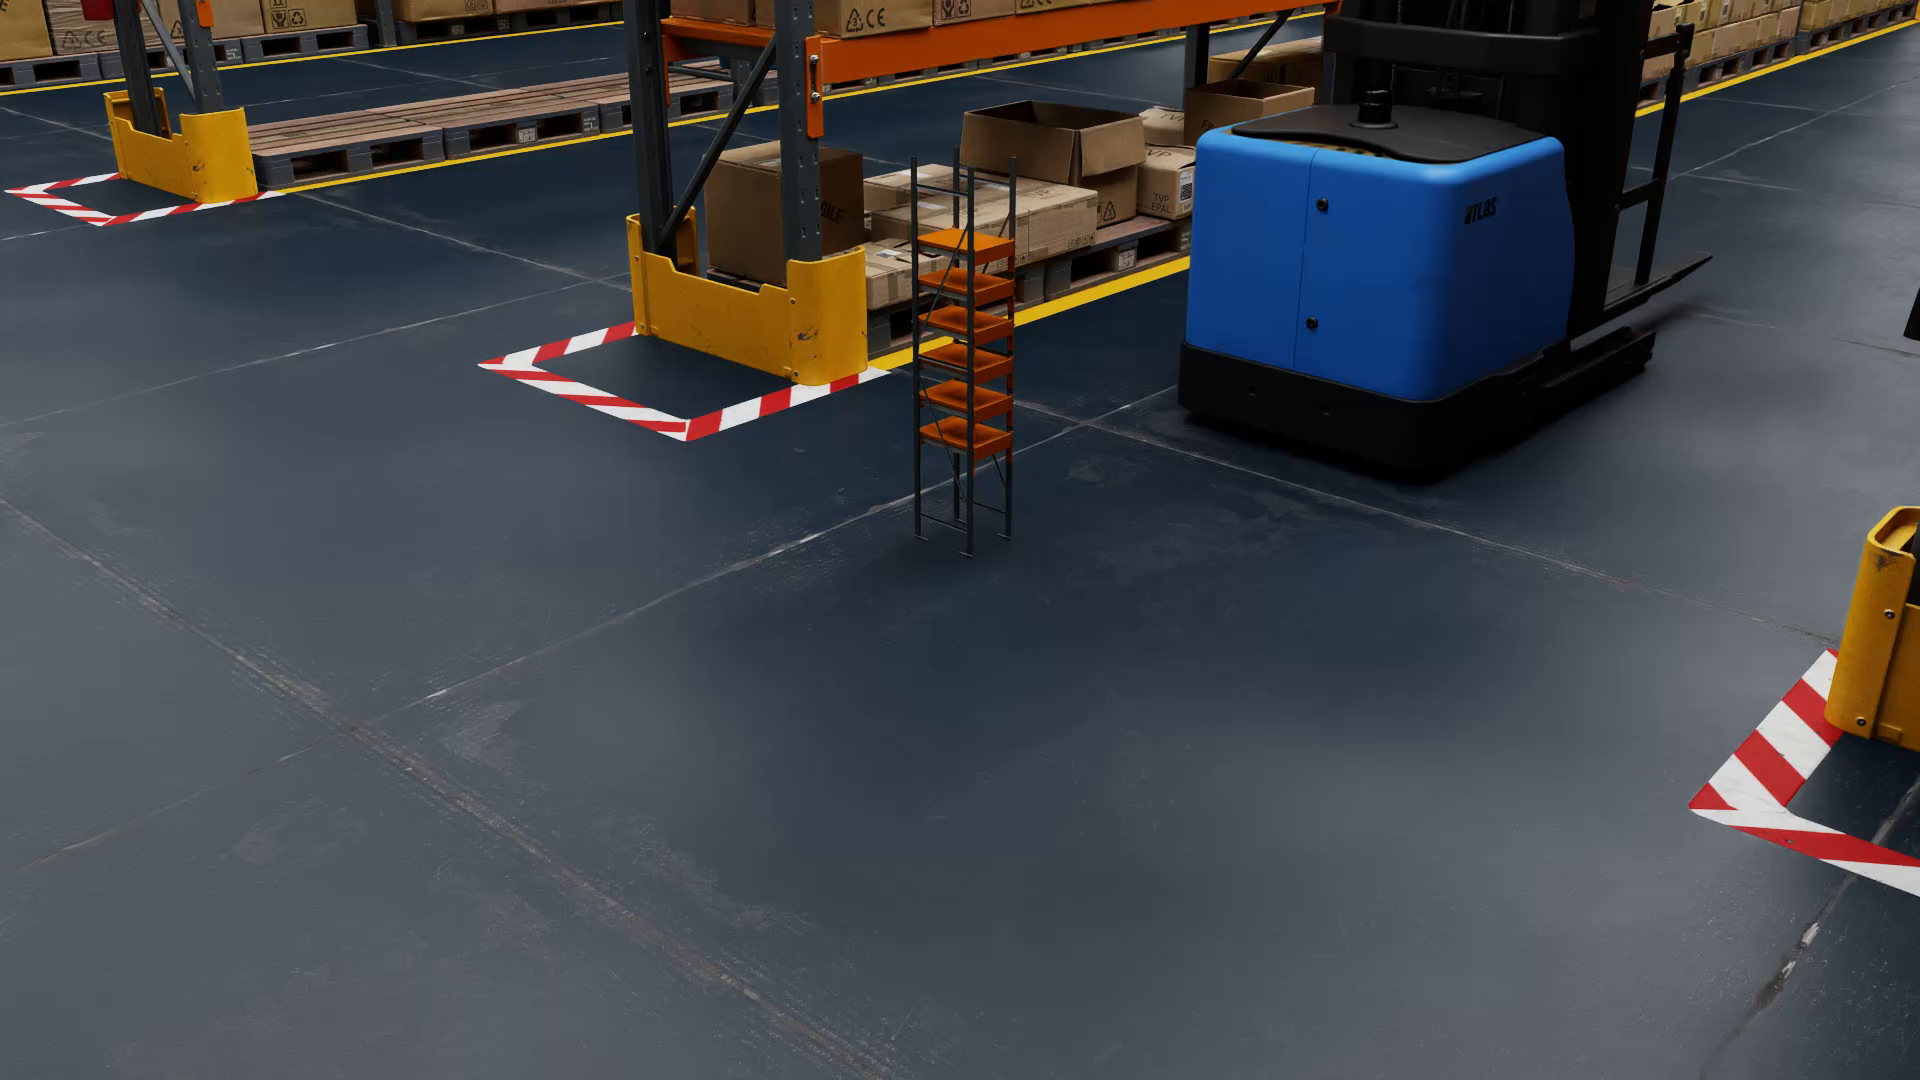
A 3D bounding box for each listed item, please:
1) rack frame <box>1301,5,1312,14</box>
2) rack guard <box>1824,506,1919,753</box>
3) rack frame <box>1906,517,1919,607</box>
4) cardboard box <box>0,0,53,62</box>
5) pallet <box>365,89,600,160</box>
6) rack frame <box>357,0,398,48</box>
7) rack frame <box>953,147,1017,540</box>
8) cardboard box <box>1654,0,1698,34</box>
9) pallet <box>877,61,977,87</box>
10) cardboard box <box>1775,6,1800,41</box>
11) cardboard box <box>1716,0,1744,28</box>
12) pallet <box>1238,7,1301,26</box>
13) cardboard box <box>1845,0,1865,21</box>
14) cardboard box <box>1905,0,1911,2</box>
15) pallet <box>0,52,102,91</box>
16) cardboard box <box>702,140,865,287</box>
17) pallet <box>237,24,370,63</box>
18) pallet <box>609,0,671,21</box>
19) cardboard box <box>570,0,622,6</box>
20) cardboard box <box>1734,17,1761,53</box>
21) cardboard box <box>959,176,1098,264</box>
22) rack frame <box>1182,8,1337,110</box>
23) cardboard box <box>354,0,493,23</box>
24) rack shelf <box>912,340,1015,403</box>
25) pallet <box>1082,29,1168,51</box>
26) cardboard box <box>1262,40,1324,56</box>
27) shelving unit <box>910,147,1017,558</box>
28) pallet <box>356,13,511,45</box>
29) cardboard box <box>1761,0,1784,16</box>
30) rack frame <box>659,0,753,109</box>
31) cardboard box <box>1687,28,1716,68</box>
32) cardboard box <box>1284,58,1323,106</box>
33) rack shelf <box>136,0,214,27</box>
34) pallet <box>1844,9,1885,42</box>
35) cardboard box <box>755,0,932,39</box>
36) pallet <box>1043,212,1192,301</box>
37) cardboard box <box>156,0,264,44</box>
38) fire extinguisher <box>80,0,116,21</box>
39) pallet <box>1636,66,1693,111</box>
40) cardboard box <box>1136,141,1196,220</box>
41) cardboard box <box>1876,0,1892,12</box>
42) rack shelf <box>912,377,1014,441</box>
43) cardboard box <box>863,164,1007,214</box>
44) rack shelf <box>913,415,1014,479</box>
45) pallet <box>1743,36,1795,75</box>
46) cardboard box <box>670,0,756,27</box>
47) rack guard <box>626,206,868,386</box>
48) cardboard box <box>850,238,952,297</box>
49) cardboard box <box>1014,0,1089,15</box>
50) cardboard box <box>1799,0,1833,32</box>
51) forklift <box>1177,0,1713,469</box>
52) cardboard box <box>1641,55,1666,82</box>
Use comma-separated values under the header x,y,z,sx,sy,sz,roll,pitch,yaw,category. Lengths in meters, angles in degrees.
x,y,z,sx,sy,sz,roll,pitch,yaw,category
3.371,-7.167,17.569,1.000,3.000,0.127,20,31,38,rack frame
2.724,0.342,3.877,1.175,0.500,0.348,20,31,38,rack guard
2.740,-0.806,3.381,1.000,3.000,0.127,20,31,38,rack frame
-7.959,-4.303,13.263,0.875,0.875,0.875,20,31,38,cardboard box
-3.244,-2.849,11.347,1.003,0.211,1.213,20,31,38,pallet
-5.657,-6.082,15.149,1.000,3.000,0.127,20,31,38,rack frame
0.071,-0.580,5.077,0.240,1.200,0.006,20,31,38,rack frame
5.300,-4.030,12.733,0.500,0.311,0.500,19,31,36,cardboard box
-0.608,-4.055,14.035,1.003,0.211,1.213,20,31,38,pallet
6.996,-4.545,14.568,0.500,0.250,0.500,20,31,37,cardboard box
5.985,-4.341,13.428,0.500,0.311,0.500,20,31,37,cardboard box
2.876,-5.645,17.582,1.003,0.211,1.213,20,31,38,pallet
8.267,-5.111,15.830,0.500,0.250,0.500,20,31,38,cardboard box
9.589,-5.725,17.200,0.500,0.250,0.500,20,31,38,cardboard box
-7.851,-3.856,13.593,1.003,0.211,1.213,20,31,38,pallet
-0.772,-1.451,7.337,0.500,0.500,0.500,20,31,38,cardboard box
-6.223,-4.600,15.251,1.003,0.211,1.213,20,31,38,pallet
-3.570,-5.809,17.948,1.003,0.211,1.213,20,31,38,pallet
-4.064,-6.049,17.159,1.225,0.875,0.875,20,31,38,cardboard box
6.316,-4.235,13.878,0.500,0.250,0.500,21,32,39,cardboard box
0.290,-1.497,7.744,0.500,0.250,0.500,20,31,38,cardboard box
1.718,-3.376,9.114,1.000,3.000,0.127,20,31,38,rack frame
-5.245,-5.505,15.945,1.225,0.875,0.875,20,31,38,cardboard box
0.010,-0.511,5.033,0.258,0.103,0.180,20,31,38,rack shelf
1.247,-4.902,15.924,1.003,0.211,1.213,20,31,38,pallet
2.170,-2.813,10.376,0.500,0.500,0.500,20,31,38,cardboard box
0.010,-0.552,5.014,0.258,1.200,0.189,20,31,38,shelving unit
-5.198,-5.066,16.290,1.003,0.211,1.213,20,31,38,pallet
6.658,-4.645,14.105,0.500,0.311,0.500,21,32,39,cardboard box
-1.968,-4.730,12.133,1.000,3.000,0.127,20,31,38,rack frame
5.633,-3.925,13.185,0.500,0.250,0.500,19,30,36,cardboard box
2.222,-2.517,9.715,0.500,0.500,0.500,18,30,35,cardboard box
-3.303,-3.792,10.921,1.077,0.370,4.000,20,31,38,rack shelf
8.433,-5.146,16.468,1.003,0.211,1.213,20,31,38,pallet
-0.459,-2.266,6.516,0.500,0.500,0.500,21,32,39,cardboard box
0.445,-1.521,8.385,1.003,0.211,1.213,20,31,38,pallet
-6.758,-4.851,14.487,0.875,0.875,0.875,20,31,38,cardboard box
-5.077,-3.384,9.681,0.296,0.674,0.183,20,31,38,fire extinguisher
4.966,-3.563,12.938,1.003,0.211,1.213,20,31,38,pallet
1.048,-1.871,8.504,0.500,0.311,0.500,20,31,38,cardboard box
8.932,-5.417,16.512,0.500,0.250,0.500,20,31,38,cardboard box
0.010,-0.402,5.082,0.258,0.103,0.180,20,31,38,rack shelf
-0.116,-1.618,8.015,0.500,0.250,0.500,20,31,38,cardboard box
0.010,-0.292,5.131,0.258,0.103,0.180,20,31,38,rack shelf
6.594,-4.306,14.596,1.003,0.211,1.213,20,31,38,pallet
-0.856,-2.414,6.845,0.500,0.500,0.500,21,32,39,cardboard box
-0.901,-1.040,6.959,1.175,0.500,0.348,20,31,38,rack guard
-0.250,-1.175,7.130,0.380,0.166,0.250,20,31,38,cardboard box
0.218,-2.577,7.209,0.500,0.500,0.500,20,31,37,cardboard box
7.592,-4.809,15.157,0.500,0.250,0.500,20,31,38,cardboard box
2.185,-2.091,6.332,1.130,2.935,3.031,21,31,38,forklift
4.956,-3.611,12.485,0.500,0.250,0.500,20,31,37,cardboard box
